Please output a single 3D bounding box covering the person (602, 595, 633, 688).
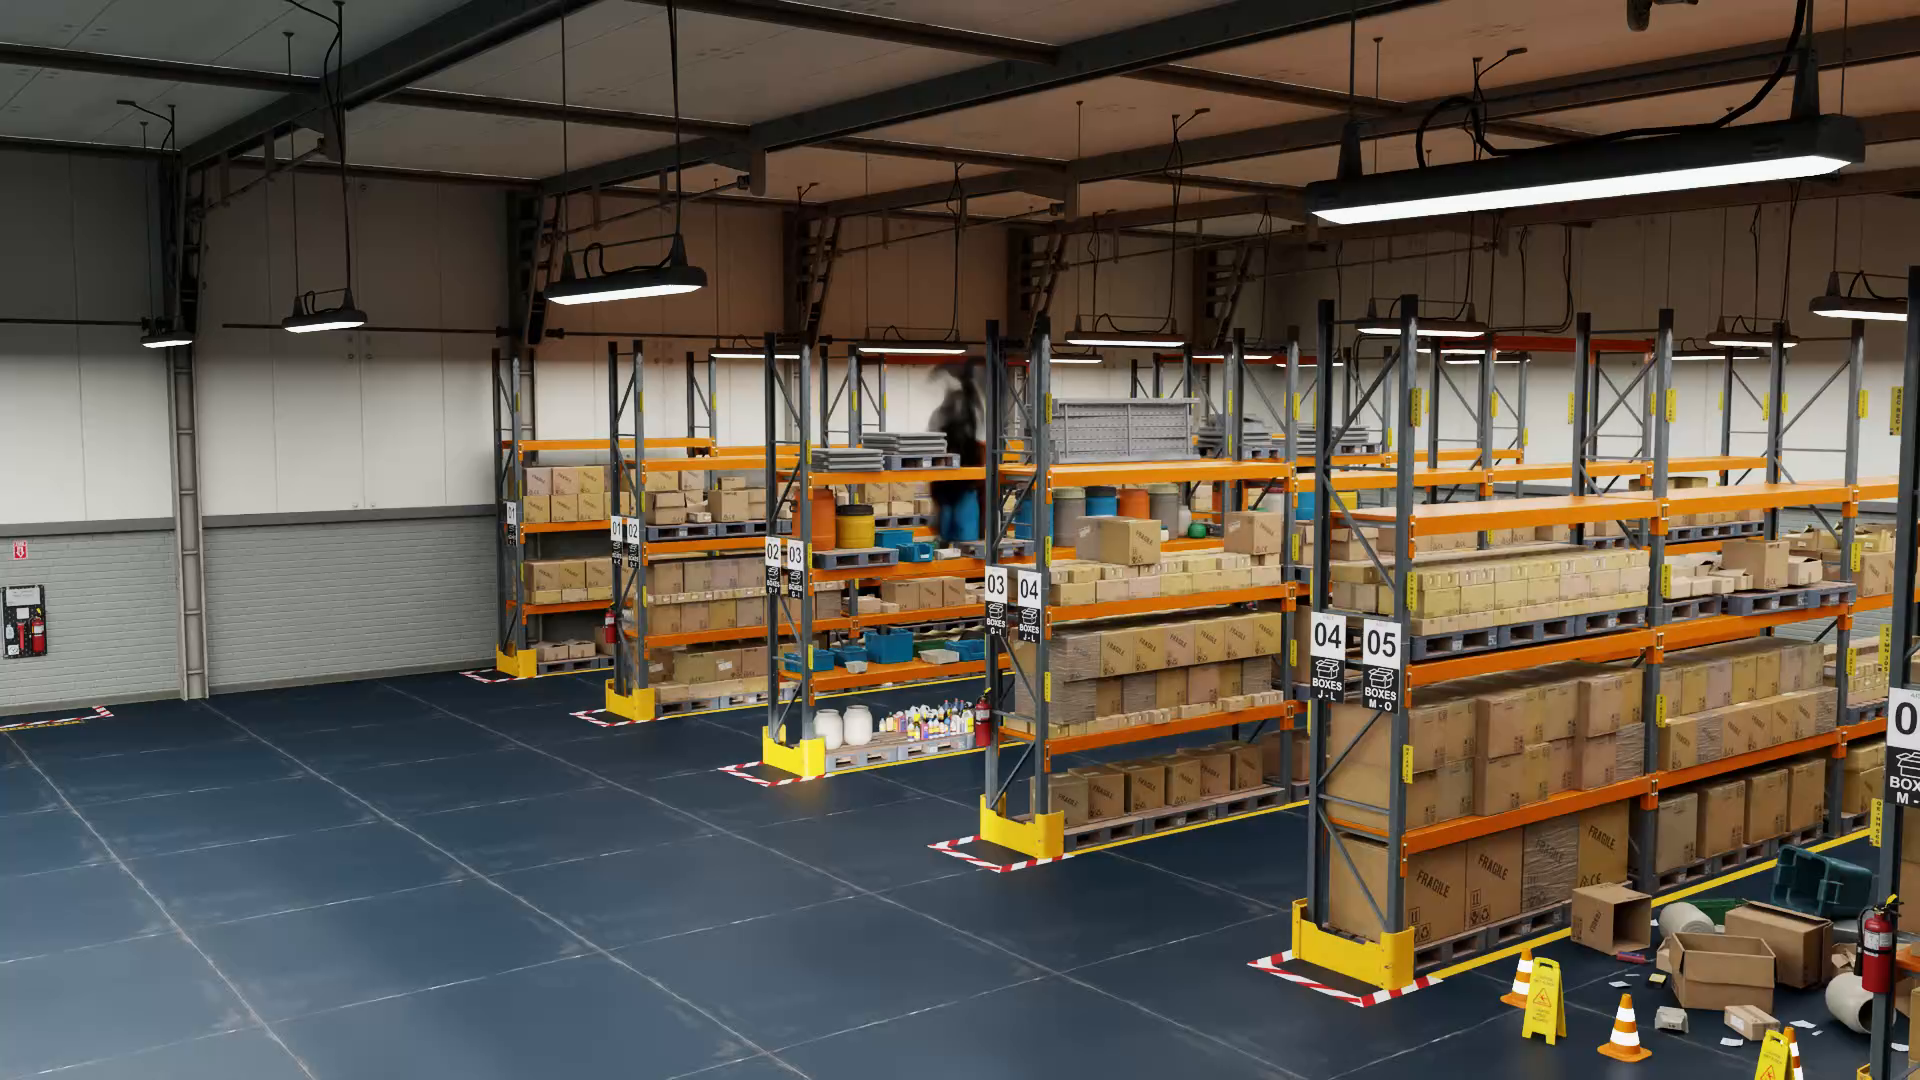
[{"bbox_3d":[-5.861,1.791,28.694,0.573,1.739,0.848,3,6,34],"label":"person"}]
